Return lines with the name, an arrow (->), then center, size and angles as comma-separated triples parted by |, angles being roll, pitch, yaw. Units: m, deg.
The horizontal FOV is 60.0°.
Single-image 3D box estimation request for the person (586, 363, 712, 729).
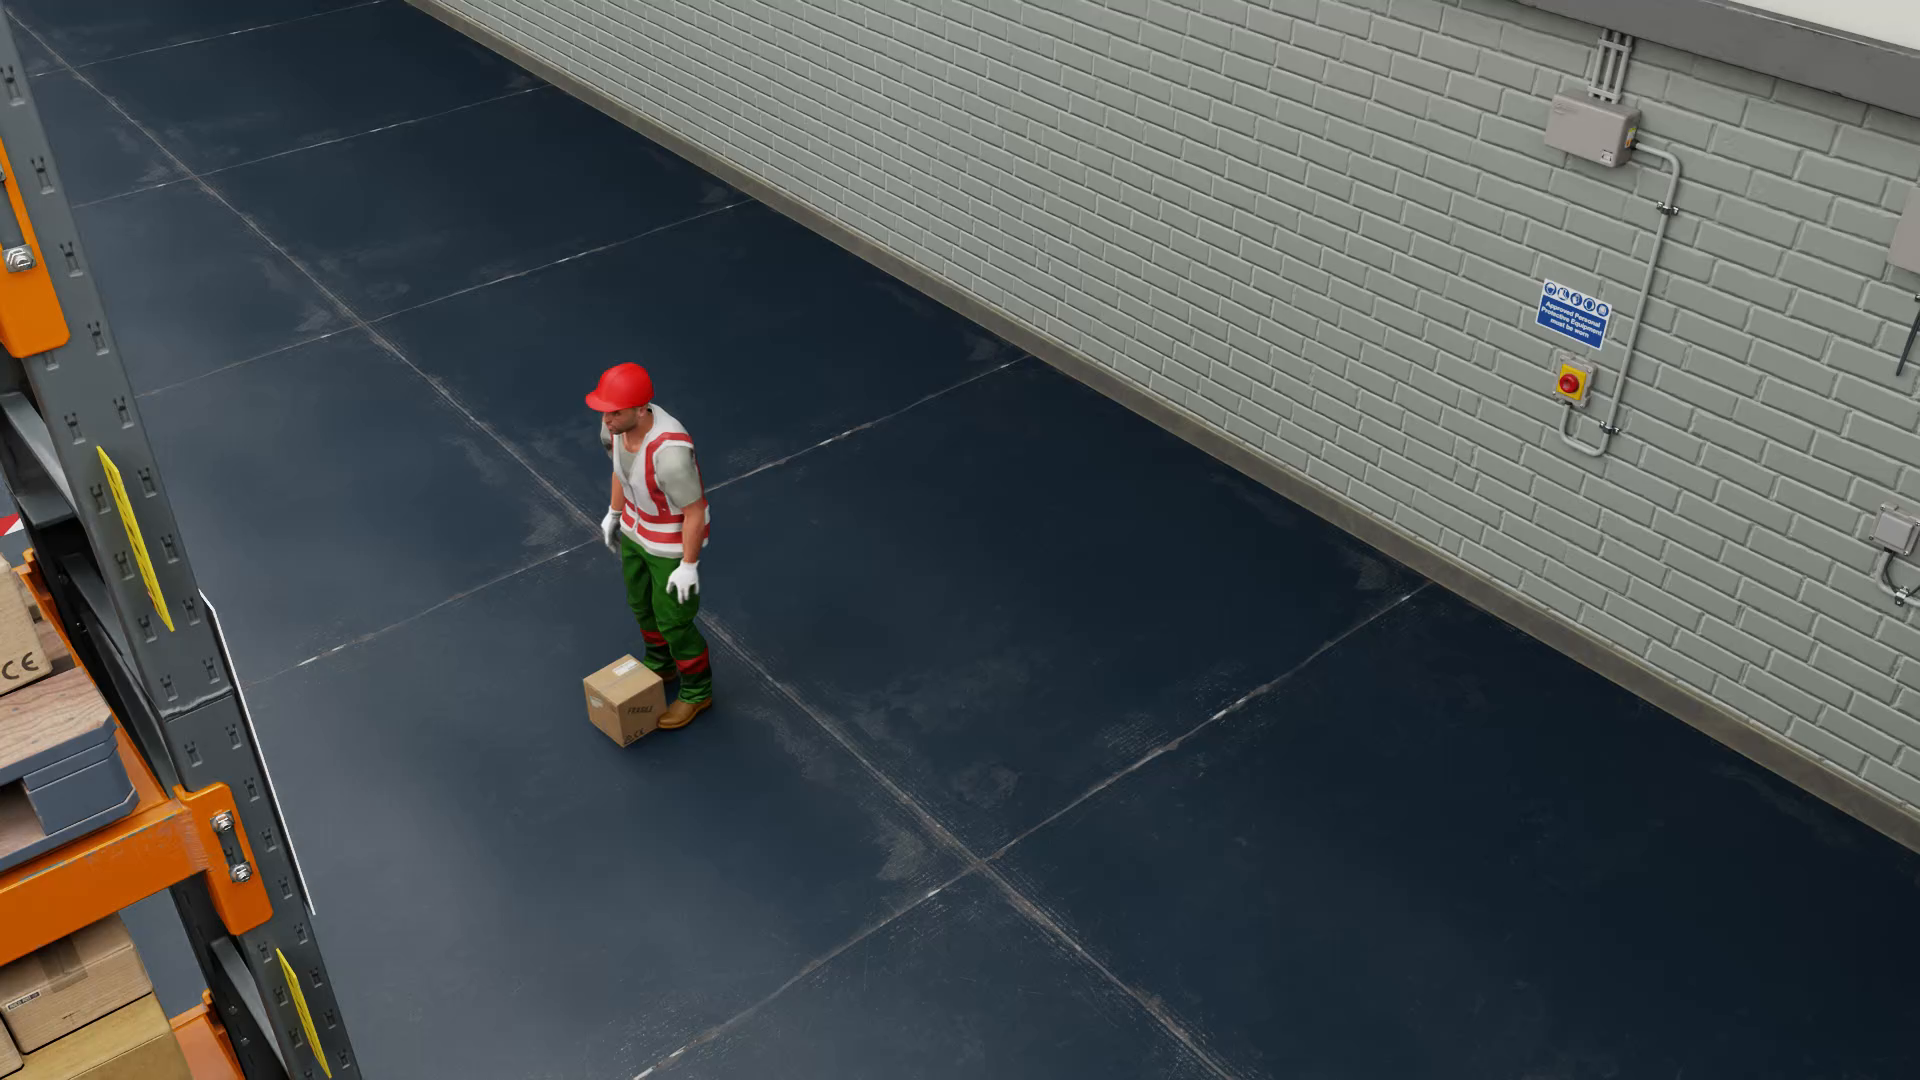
person -> -1.293, 0.014, 7.045 | 0.445, 1.781, 0.622 | -28, 44, -33
